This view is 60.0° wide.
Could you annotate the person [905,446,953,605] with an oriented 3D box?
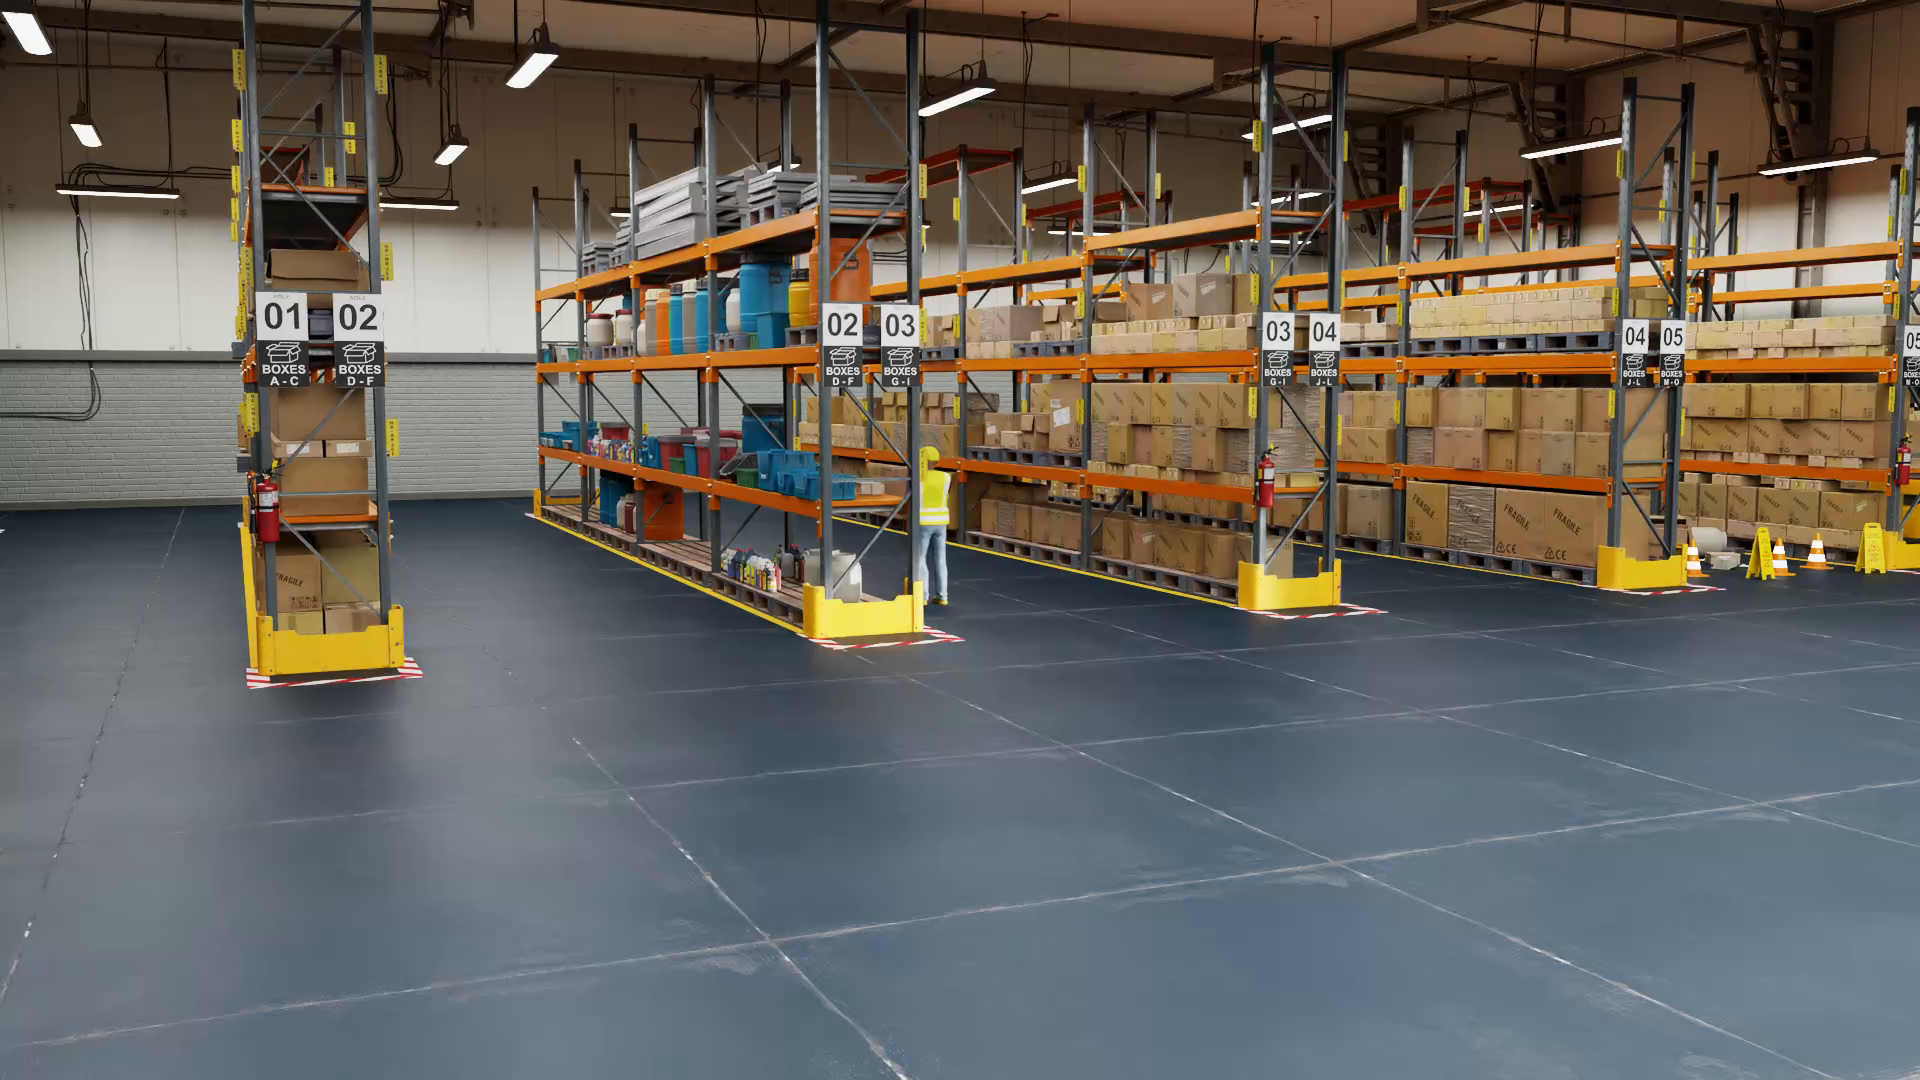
[{"bbox_3d":[-0.383,-0.168,18.467,0.504,1.760,0.585,-2,6,-23],"label":"person"}]
